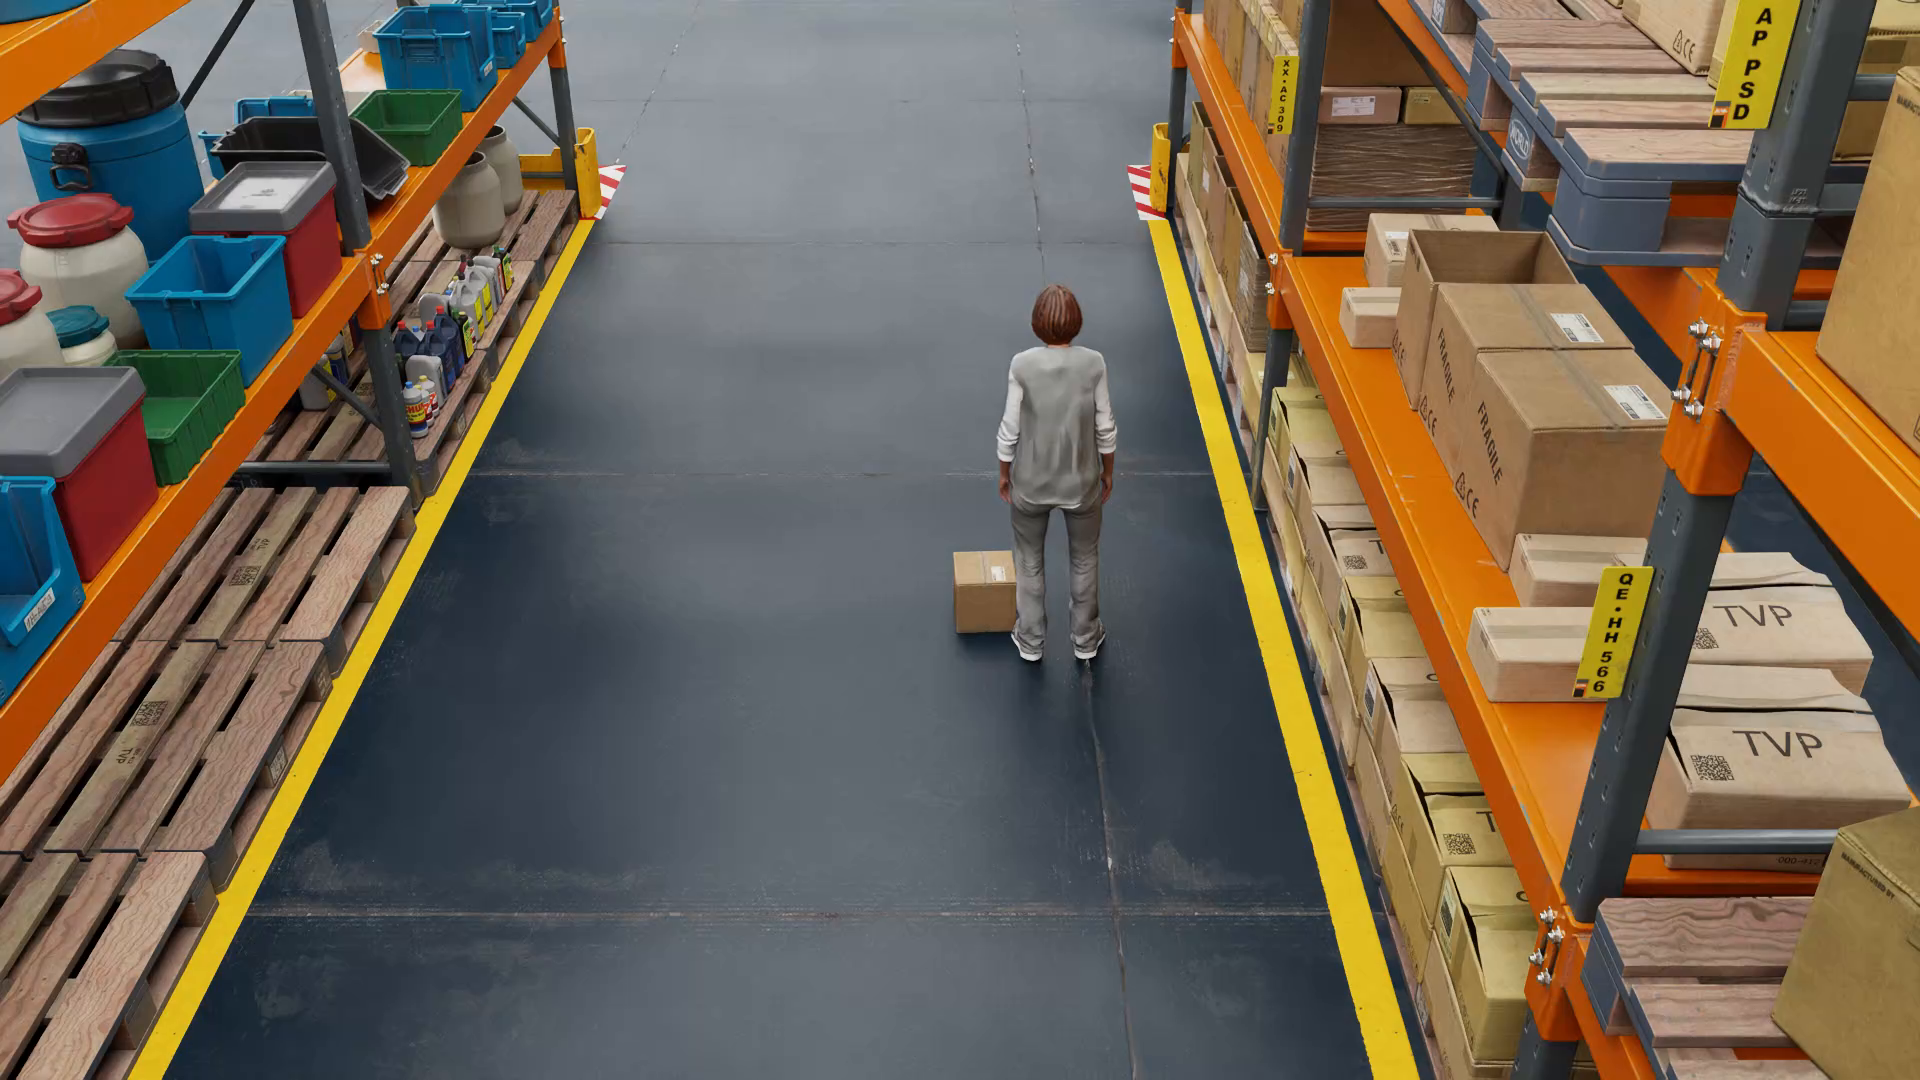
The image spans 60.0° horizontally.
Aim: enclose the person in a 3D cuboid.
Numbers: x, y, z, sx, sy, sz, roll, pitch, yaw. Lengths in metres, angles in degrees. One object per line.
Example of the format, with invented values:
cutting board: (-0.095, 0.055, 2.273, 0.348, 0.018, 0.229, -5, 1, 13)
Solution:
person: (0.376, -0.221, 6.510, 0.465, 1.581, 0.347, 0, 32, 0)
